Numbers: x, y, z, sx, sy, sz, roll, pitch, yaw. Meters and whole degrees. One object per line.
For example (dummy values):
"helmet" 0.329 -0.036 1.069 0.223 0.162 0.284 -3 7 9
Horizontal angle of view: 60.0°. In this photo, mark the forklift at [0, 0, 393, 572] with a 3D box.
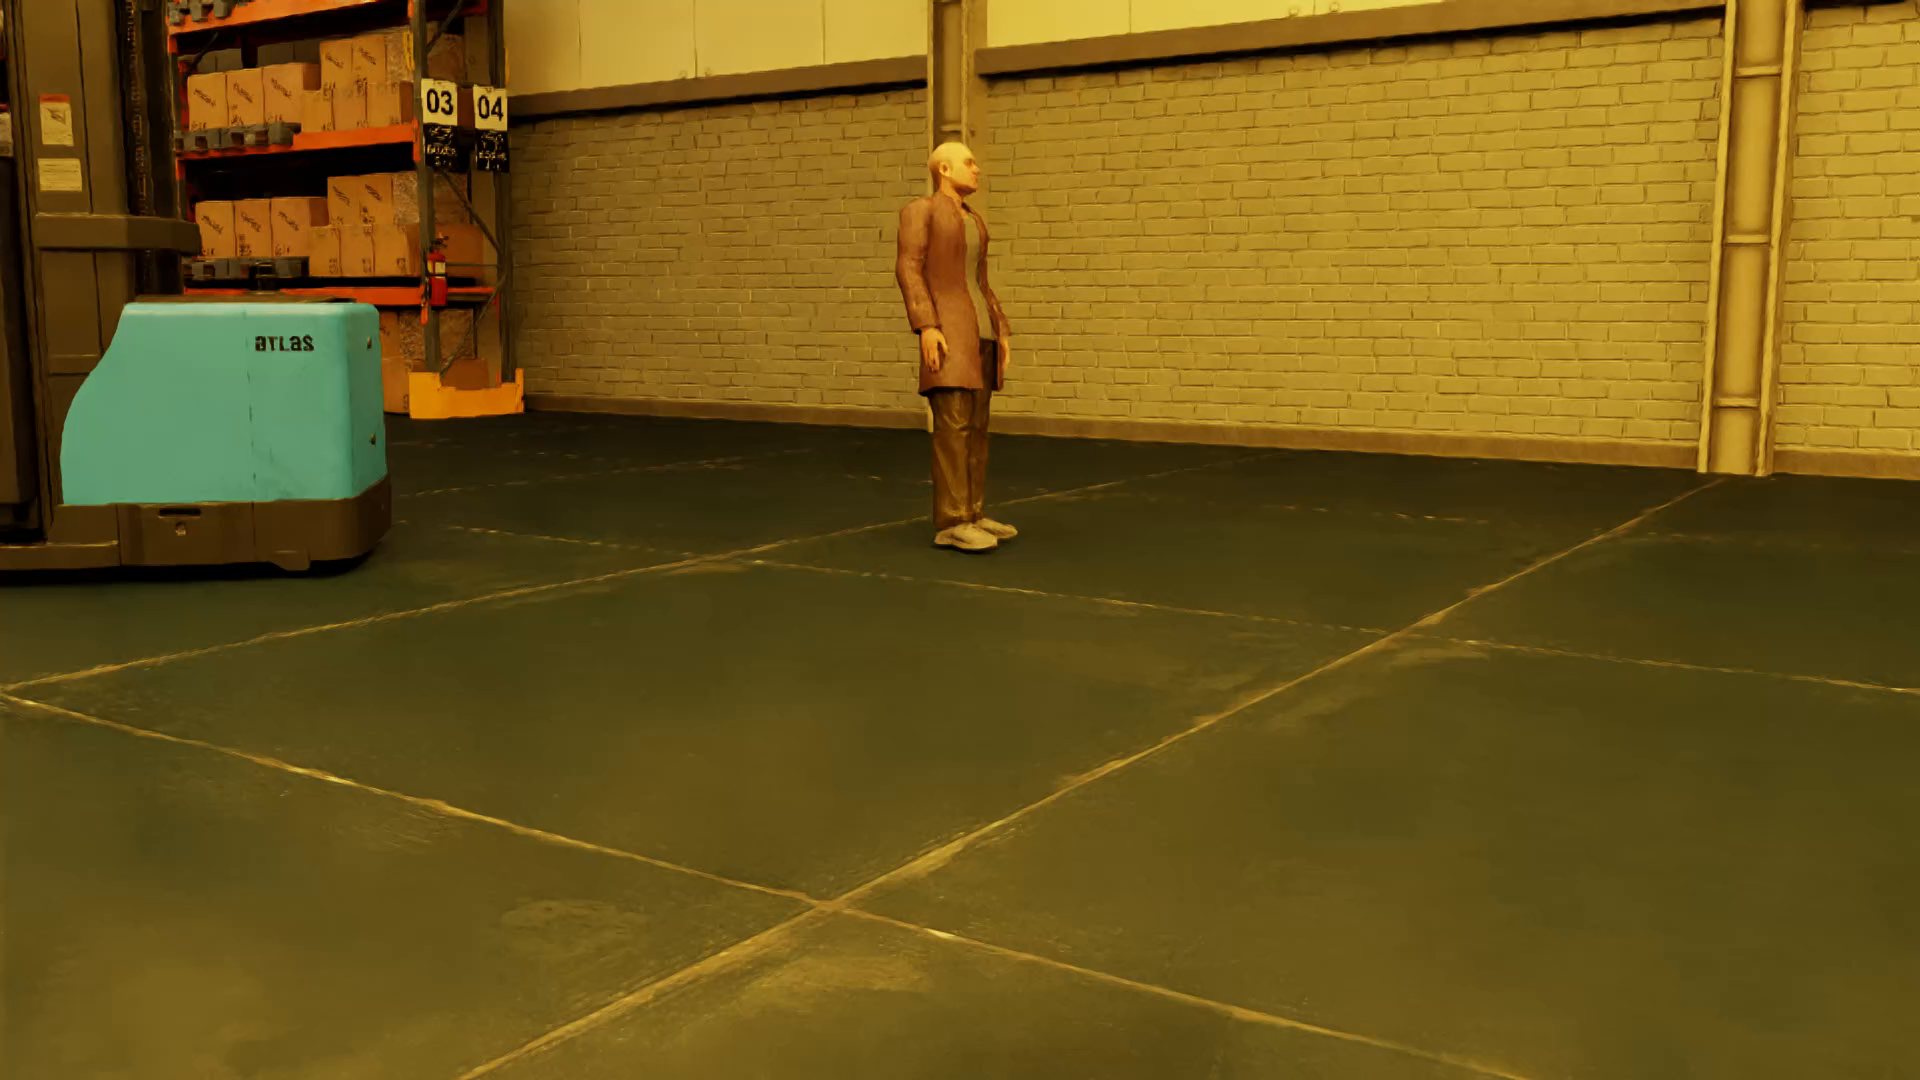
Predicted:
"forklift" -3.960 -1.336 6.589 3.031 2.935 1.130 -2 8 -11

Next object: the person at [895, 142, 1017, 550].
"person" 0.073 -0.879 7.423 0.580 1.776 0.694 5 10 34
